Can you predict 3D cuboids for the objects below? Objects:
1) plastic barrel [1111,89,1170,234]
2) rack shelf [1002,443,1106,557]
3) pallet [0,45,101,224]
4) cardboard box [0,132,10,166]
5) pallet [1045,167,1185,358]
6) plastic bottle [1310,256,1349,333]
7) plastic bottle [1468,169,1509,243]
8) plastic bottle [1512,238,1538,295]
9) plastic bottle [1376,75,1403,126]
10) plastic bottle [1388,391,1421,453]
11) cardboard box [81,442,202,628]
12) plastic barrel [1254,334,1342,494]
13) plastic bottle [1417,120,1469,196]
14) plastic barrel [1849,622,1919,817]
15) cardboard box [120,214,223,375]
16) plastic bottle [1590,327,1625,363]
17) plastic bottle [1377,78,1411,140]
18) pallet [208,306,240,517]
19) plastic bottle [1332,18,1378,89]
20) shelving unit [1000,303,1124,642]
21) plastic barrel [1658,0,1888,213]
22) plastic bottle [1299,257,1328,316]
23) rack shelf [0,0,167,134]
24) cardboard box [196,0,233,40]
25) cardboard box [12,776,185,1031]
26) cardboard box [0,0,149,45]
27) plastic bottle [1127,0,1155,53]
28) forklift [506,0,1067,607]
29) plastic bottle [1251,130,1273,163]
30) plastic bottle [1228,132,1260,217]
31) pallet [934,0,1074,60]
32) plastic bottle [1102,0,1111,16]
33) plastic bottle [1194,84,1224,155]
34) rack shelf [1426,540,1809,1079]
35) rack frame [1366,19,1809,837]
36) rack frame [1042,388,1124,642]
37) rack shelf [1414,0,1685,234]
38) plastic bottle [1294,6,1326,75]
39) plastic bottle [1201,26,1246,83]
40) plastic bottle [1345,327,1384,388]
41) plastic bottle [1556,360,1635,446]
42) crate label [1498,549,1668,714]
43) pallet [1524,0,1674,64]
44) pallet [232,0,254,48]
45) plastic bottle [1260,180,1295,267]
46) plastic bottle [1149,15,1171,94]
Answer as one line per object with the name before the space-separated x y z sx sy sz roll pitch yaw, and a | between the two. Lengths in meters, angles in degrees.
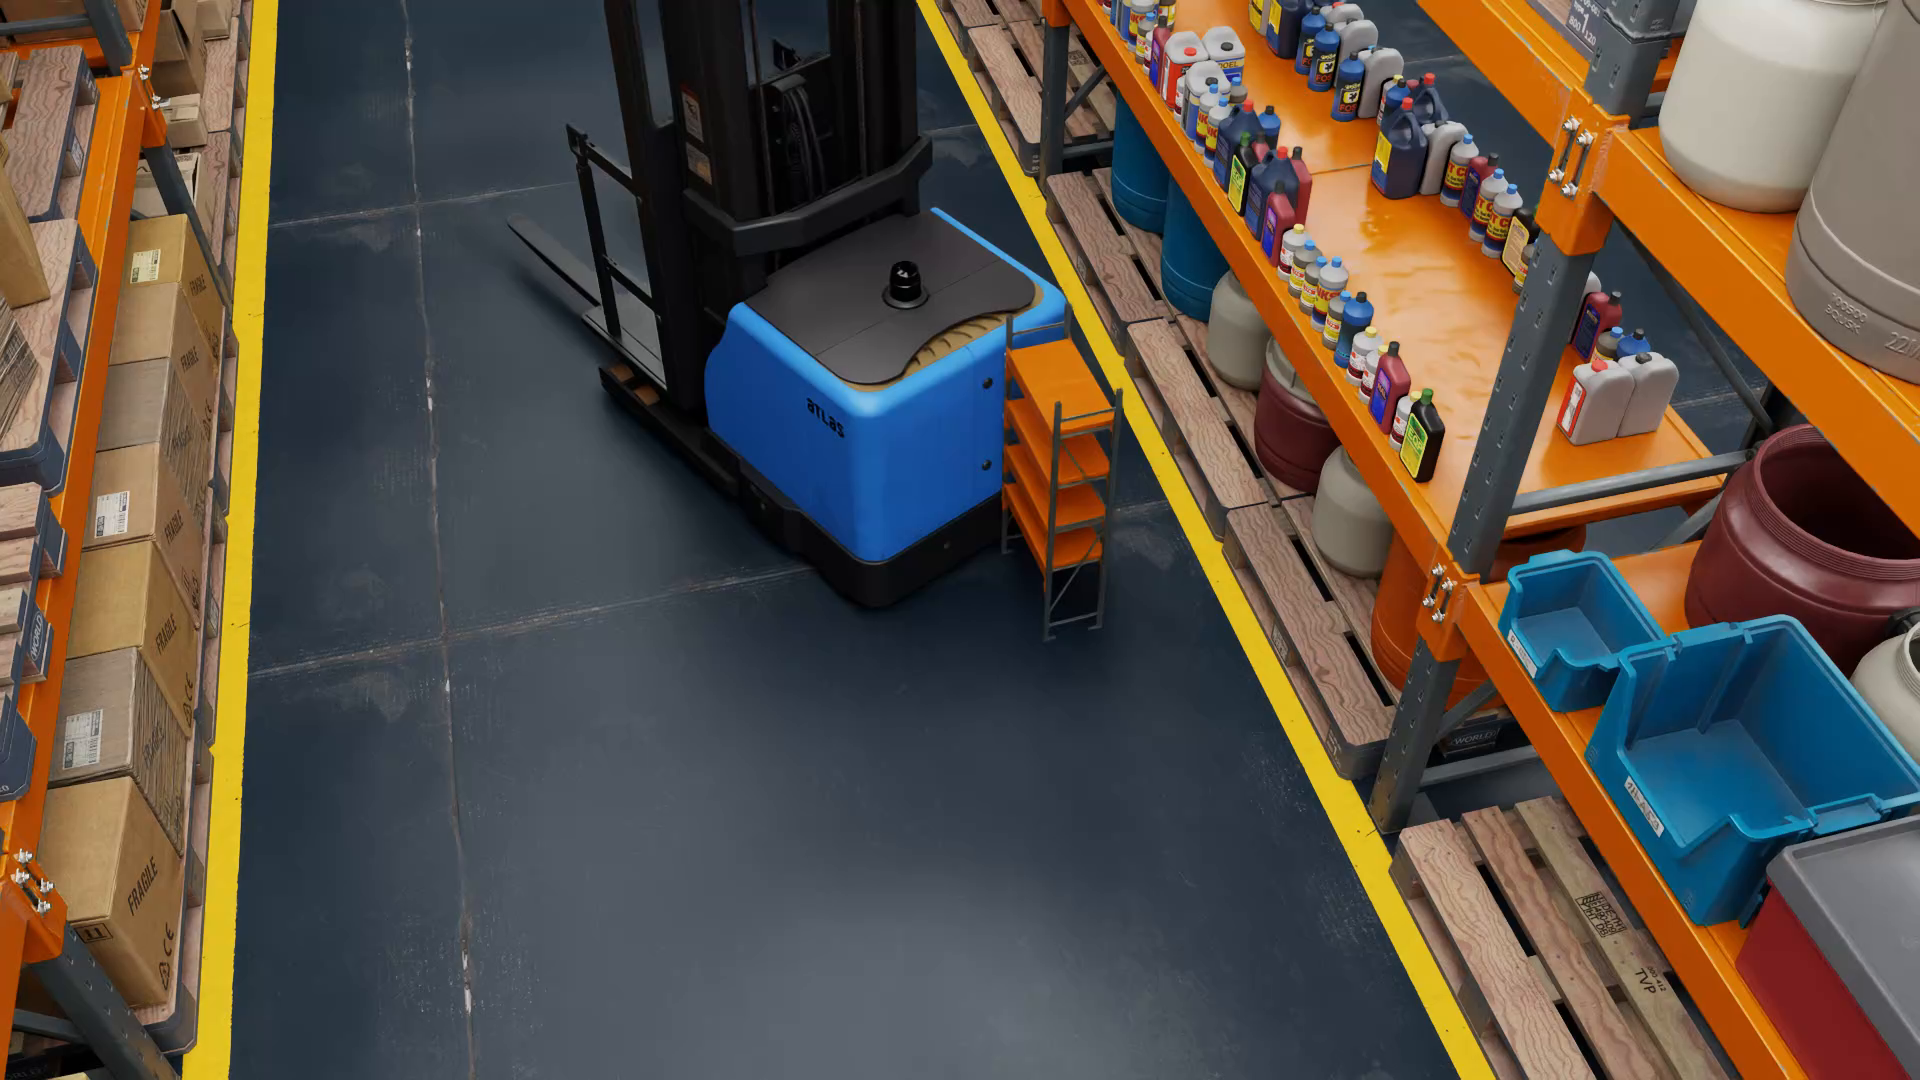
plastic barrel | 1.023 -1.954 7.740 0.600 0.901 0.708 -11 47 -10
rack shelf | 0.355 -0.178 6.178 0.258 0.148 0.480 -13 47 -13
pallet | -3.790 -1.379 6.135 1.003 0.211 1.213 -11 47 -10
cardboard box | -3.747 -1.368 5.627 0.700 0.500 0.500 -4 46 -4
pallet | 1.057 -1.404 7.978 1.003 0.211 1.213 -11 47 -10
plastic bottle | 1.237 -0.826 5.550 0.097 0.271 0.097 0 46 0
plastic bottle | 1.886 -1.195 5.911 0.097 0.271 0.097 0 46 0
plastic bottle | 1.970 -0.944 5.714 0.097 0.201 0.097 0 46 0
plastic bottle | 1.686 -1.710 6.464 0.097 0.201 0.097 0 46 0
plastic bottle | 1.396 -0.374 5.155 0.097 0.201 0.097 0 46 0
cardboard box | -3.107 0.032 6.061 0.500 0.500 0.500 -12 47 -12
plastic barrel | 1.493 -0.576 6.609 0.600 0.588 0.708 -11 47 -10
plastic bottle | 1.770 -1.431 6.139 0.152 0.276 0.135 -11 47 -10
plastic barrel | 2.394 0.473 4.108 0.421 0.512 0.421 0 46 0
cardboard box | -3.486 -1.008 7.080 0.500 0.500 0.500 -11 47 -11
plastic bottle | 2.097 -0.600 5.376 0.097 0.201 0.097 0 46 0
plastic bottle | 1.661 -1.631 6.338 0.097 0.271 0.097 0 46 0
pallet | -3.645 -0.487 7.079 1.003 0.211 1.213 -11 47 -10
plastic bottle | 1.570 -1.971 6.668 0.152 0.276 0.135 -11 47 -10
shelving unit | 0.355 -0.225 6.130 0.258 1.200 0.503 -13 47 -13
plastic barrel | 1.707 -0.977 3.429 0.421 0.512 0.421 0 46 0
plastic bottle | 1.212 -0.869 5.641 0.097 0.201 0.097 0 46 0
rack shelf | -4.402 -3.146 8.237 1.077 0.370 4.000 -11 47 -10
cardboard box | -4.322 -2.979 9.186 0.500 0.250 0.500 -11 47 -10
cardboard box | -2.706 1.099 5.015 0.500 0.500 0.500 -9 46 -9
cardboard box | -3.757 -2.454 6.985 0.500 0.500 0.500 -10 46 -9
plastic bottle | 0.747 -2.149 6.845 0.097 0.271 0.097 0 46 0
forklift | -0.929 -1.747 6.410 1.130 2.935 3.031 -32 53 -27
plastic bottle | 1.092 -1.339 6.044 0.061 0.283 0.133 -11 47 -10
plastic bottle | 1.034 -1.328 6.033 0.061 0.283 0.133 -11 47 -10
pallet | 0.358 -3.289 9.825 1.003 0.211 1.213 -11 47 -10
plastic bottle | 0.663 -2.351 7.093 0.097 0.201 0.097 0 46 0
plastic bottle | 0.950 -1.602 6.310 0.097 0.271 0.097 0 46 0
rack shelf | 2.436 1.474 3.709 1.077 0.370 4.000 -11 47 -10
rack frame | 1.924 -0.159 4.806 1.000 3.000 0.127 -11 47 -10
rack frame | 0.431 -0.059 5.968 0.240 1.200 0.015 -13 47 -13
rack shelf | 1.412 -2.338 5.344 1.077 0.370 4.000 -11 47 -10
plastic bottle | 1.420 -2.026 6.726 0.097 0.271 0.097 0 46 0
plastic bottle | 1.034 -1.876 6.576 0.152 0.276 0.135 -11 47 -10
plastic bottle | 1.312 -0.600 5.377 0.097 0.201 0.097 0 46 0
plastic bottle | 1.978 -0.446 5.173 0.152 0.276 0.135 -11 47 -10
crate label | 1.669 0.259 4.513 0.303 0.233 0.416 -11 47 -10
pallet | 1.822 -1.689 4.337 1.003 0.211 1.213 -11 47 -10
pallet | -4.689 -3.200 9.739 1.003 0.211 1.213 -11 47 -10
plastic bottle | 1.115 -1.108 5.818 0.061 0.283 0.133 -11 47 -10
plastic bottle | 0.809 -1.935 6.628 0.061 0.283 0.133 -11 47 -10
